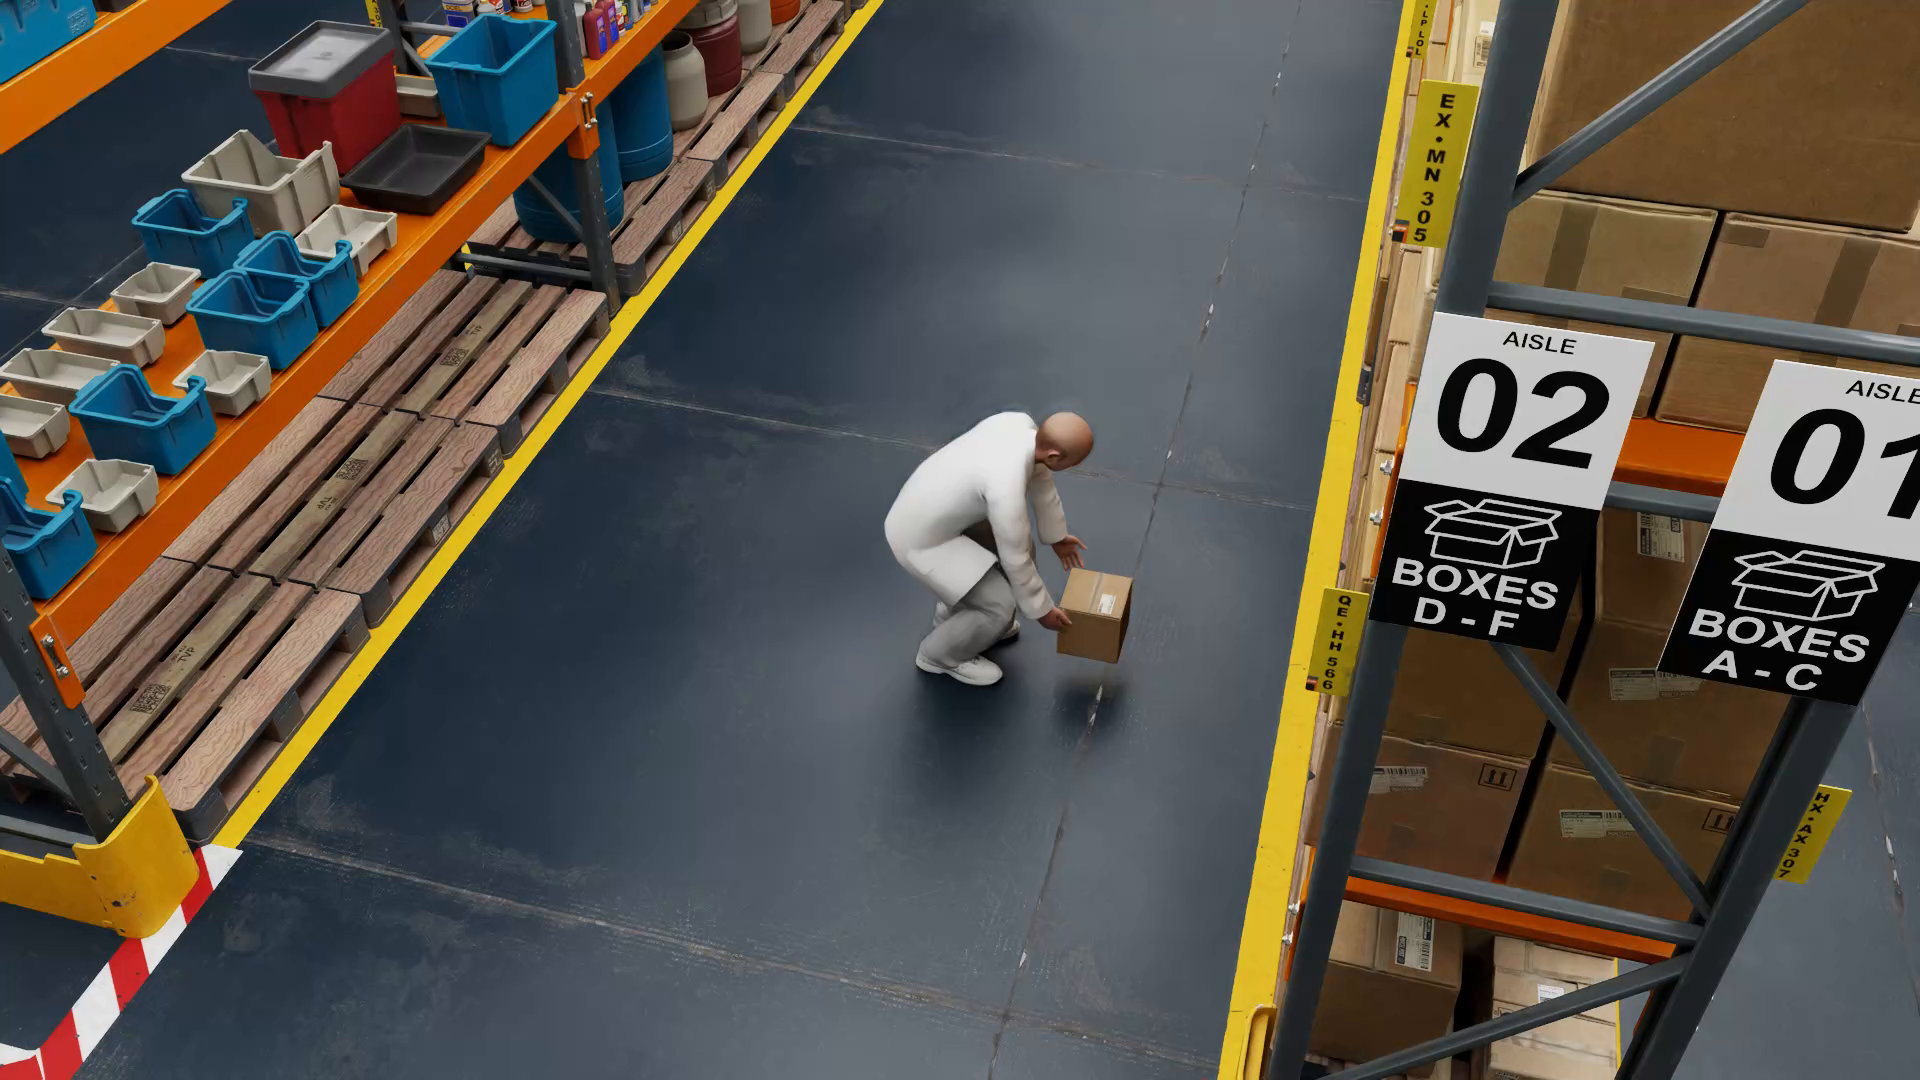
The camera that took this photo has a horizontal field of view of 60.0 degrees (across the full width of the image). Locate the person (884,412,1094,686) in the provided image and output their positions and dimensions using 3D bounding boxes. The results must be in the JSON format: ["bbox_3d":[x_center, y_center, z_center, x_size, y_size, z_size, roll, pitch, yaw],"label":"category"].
[{"bbox_3d":[0.107,-0.020,6.602,0.797,1.249,0.631,10,41,11],"label":"person"}]
